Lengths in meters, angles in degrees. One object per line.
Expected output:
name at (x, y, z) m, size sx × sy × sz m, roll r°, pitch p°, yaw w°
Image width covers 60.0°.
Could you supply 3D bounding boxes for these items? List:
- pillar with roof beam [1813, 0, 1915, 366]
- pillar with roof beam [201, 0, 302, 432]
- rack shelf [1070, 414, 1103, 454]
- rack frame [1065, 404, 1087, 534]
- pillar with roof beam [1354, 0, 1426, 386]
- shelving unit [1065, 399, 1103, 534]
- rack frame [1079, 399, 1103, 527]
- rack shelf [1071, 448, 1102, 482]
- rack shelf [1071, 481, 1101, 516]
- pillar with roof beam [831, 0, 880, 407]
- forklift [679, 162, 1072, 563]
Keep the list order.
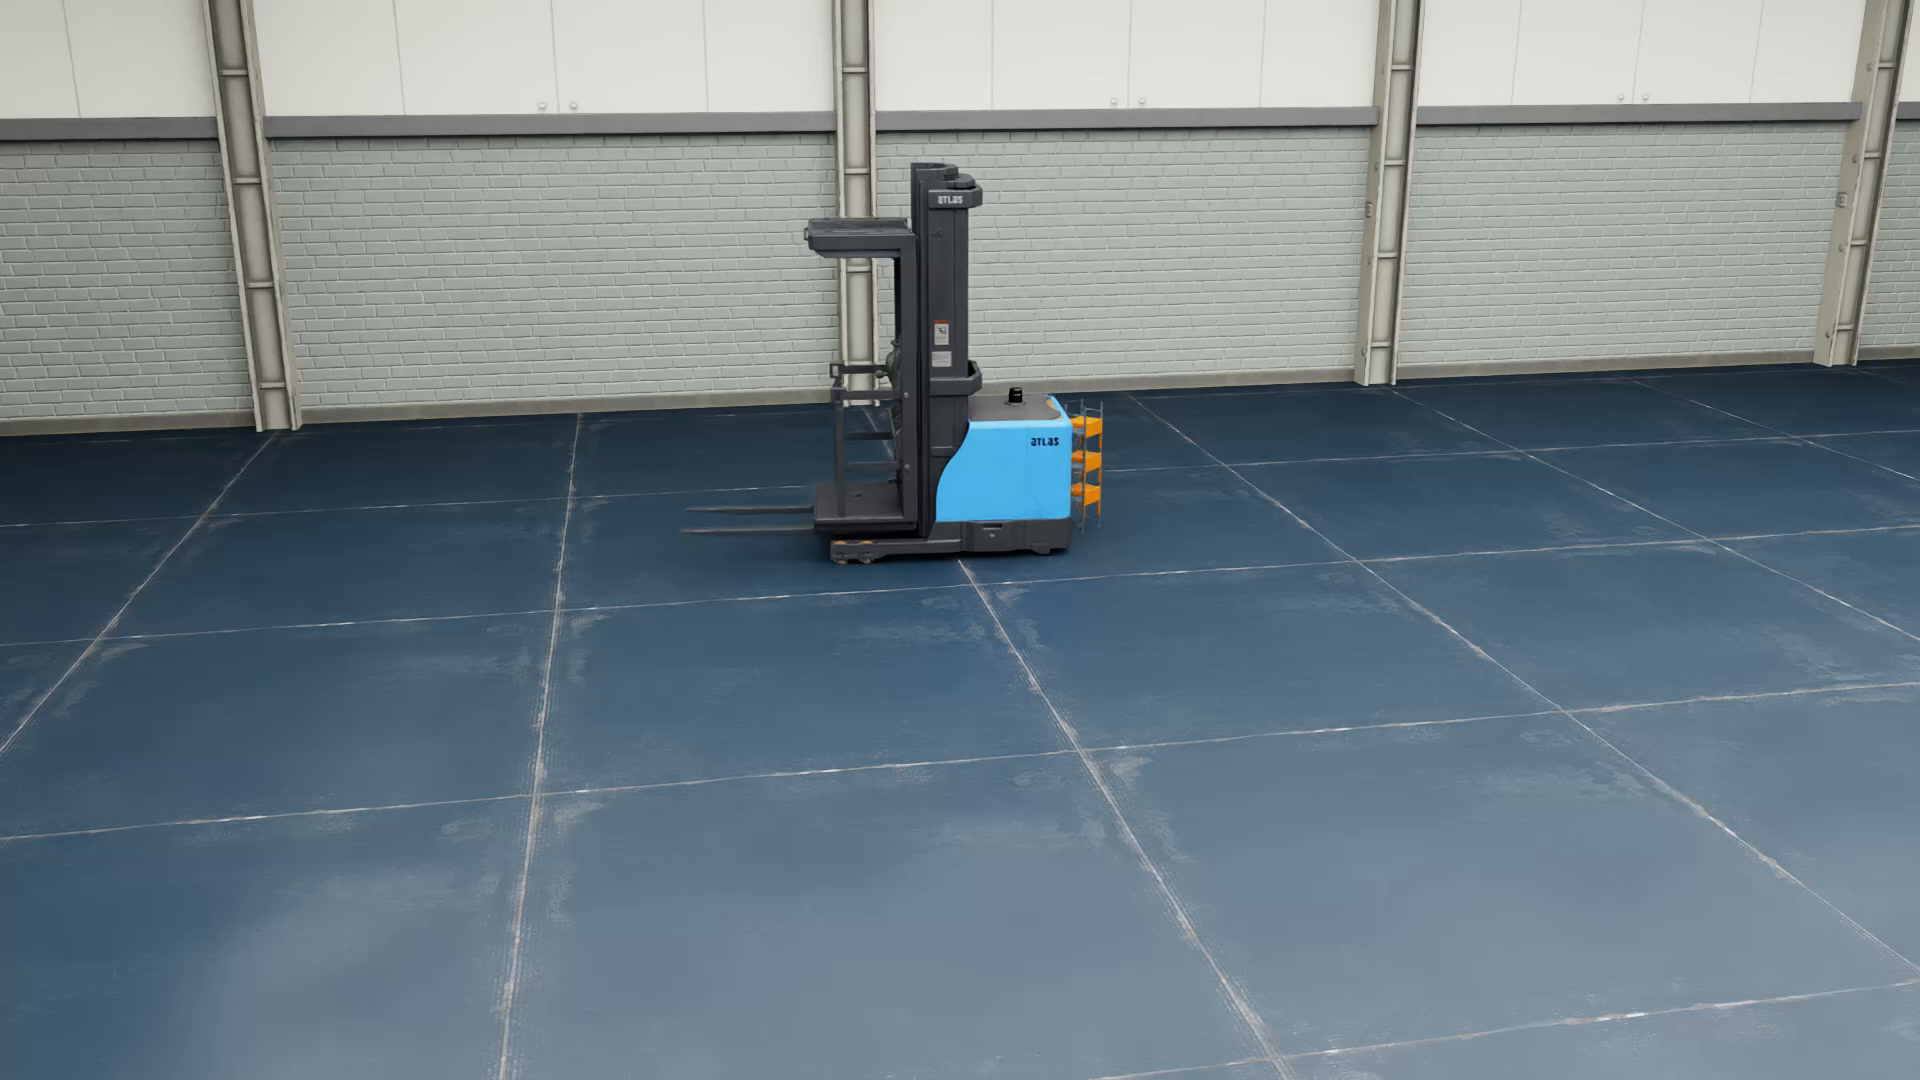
pillar with roof beam at (11.504, -5.220, 14.979) m, size 0.400 × 9.000 × 9.100 m, roll -3°, pitch 17°, yaw -10°
pillar with roof beam at (-6.169, -4.217, 11.715) m, size 0.400 × 9.000 × 9.100 m, roll -3°, pitch 17°, yaw -10°
rack shelf at (0.991, -0.855, 13.375) m, size 0.215 × 0.259 × 0.240 m, roll 12°, pitch 21°, yaw 35°
rack frame at (0.918, -0.565, 13.362) m, size 0.200 × 1.050 × 0.008 m, roll 12°, pitch 21°, yaw 35°
pillar with roof beam at (5.613, -4.885, 13.891) m, size 0.400 × 9.000 × 9.100 m, roll -3°, pitch 17°, yaw -10°
shelving unit at (0.991, -0.593, 13.456) m, size 0.215 × 1.050 × 0.252 m, roll 12°, pitch 21°, yaw 35°
rack frame at (1.064, -0.622, 13.549) m, size 0.200 × 1.050 × 0.008 m, roll 12°, pitch 21°, yaw 35°
rack shelf at (0.991, -0.583, 13.459) m, size 0.215 × 0.259 × 0.240 m, roll 12°, pitch 21°, yaw 35°
rack shelf at (0.991, -0.318, 13.540) m, size 0.215 × 0.259 × 0.240 m, roll 12°, pitch 21°, yaw 35°
pillar with roof beam at (-0.278, -4.551, 12.803) m, size 0.400 × 9.000 × 9.100 m, roll -3°, pitch 17°, yaw -10°
forklift at (-0.677, -1.385, 12.829) m, size 3.031 × 2.935 × 1.130 m, roll -1°, pitch 17°, yaw -5°
